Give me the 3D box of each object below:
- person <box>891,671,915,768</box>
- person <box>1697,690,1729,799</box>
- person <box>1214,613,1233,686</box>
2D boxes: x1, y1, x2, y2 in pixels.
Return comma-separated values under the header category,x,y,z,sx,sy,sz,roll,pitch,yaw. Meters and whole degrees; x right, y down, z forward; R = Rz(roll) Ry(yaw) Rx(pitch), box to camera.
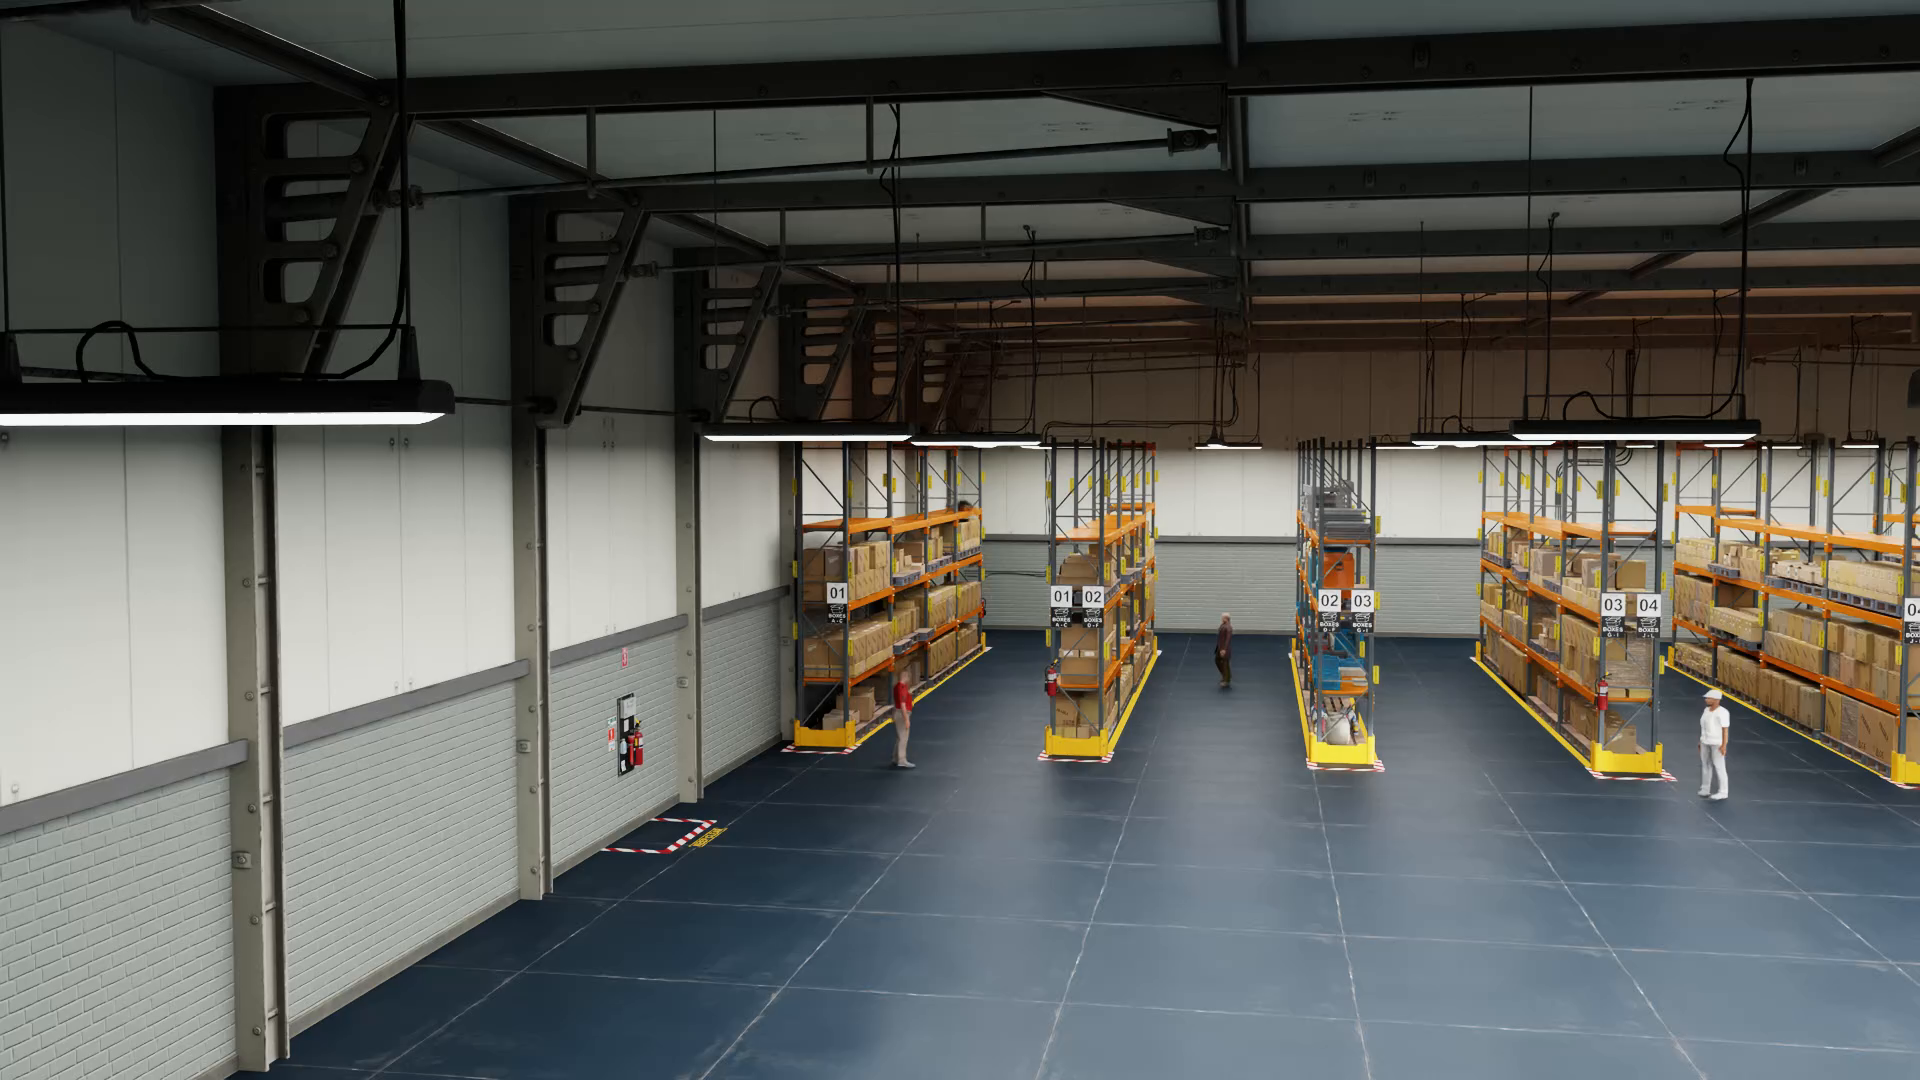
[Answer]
category,x,y,z,sx,sy,sz,roll,pitch,yaw
person,-1.045,3.301,30.340,0.387,1.819,0.642,-1,3,-14
person,12.462,3.366,27.562,0.418,1.771,0.622,-1,3,-23
person,6.492,2.681,40.776,0.476,1.799,0.663,-1,3,-13
